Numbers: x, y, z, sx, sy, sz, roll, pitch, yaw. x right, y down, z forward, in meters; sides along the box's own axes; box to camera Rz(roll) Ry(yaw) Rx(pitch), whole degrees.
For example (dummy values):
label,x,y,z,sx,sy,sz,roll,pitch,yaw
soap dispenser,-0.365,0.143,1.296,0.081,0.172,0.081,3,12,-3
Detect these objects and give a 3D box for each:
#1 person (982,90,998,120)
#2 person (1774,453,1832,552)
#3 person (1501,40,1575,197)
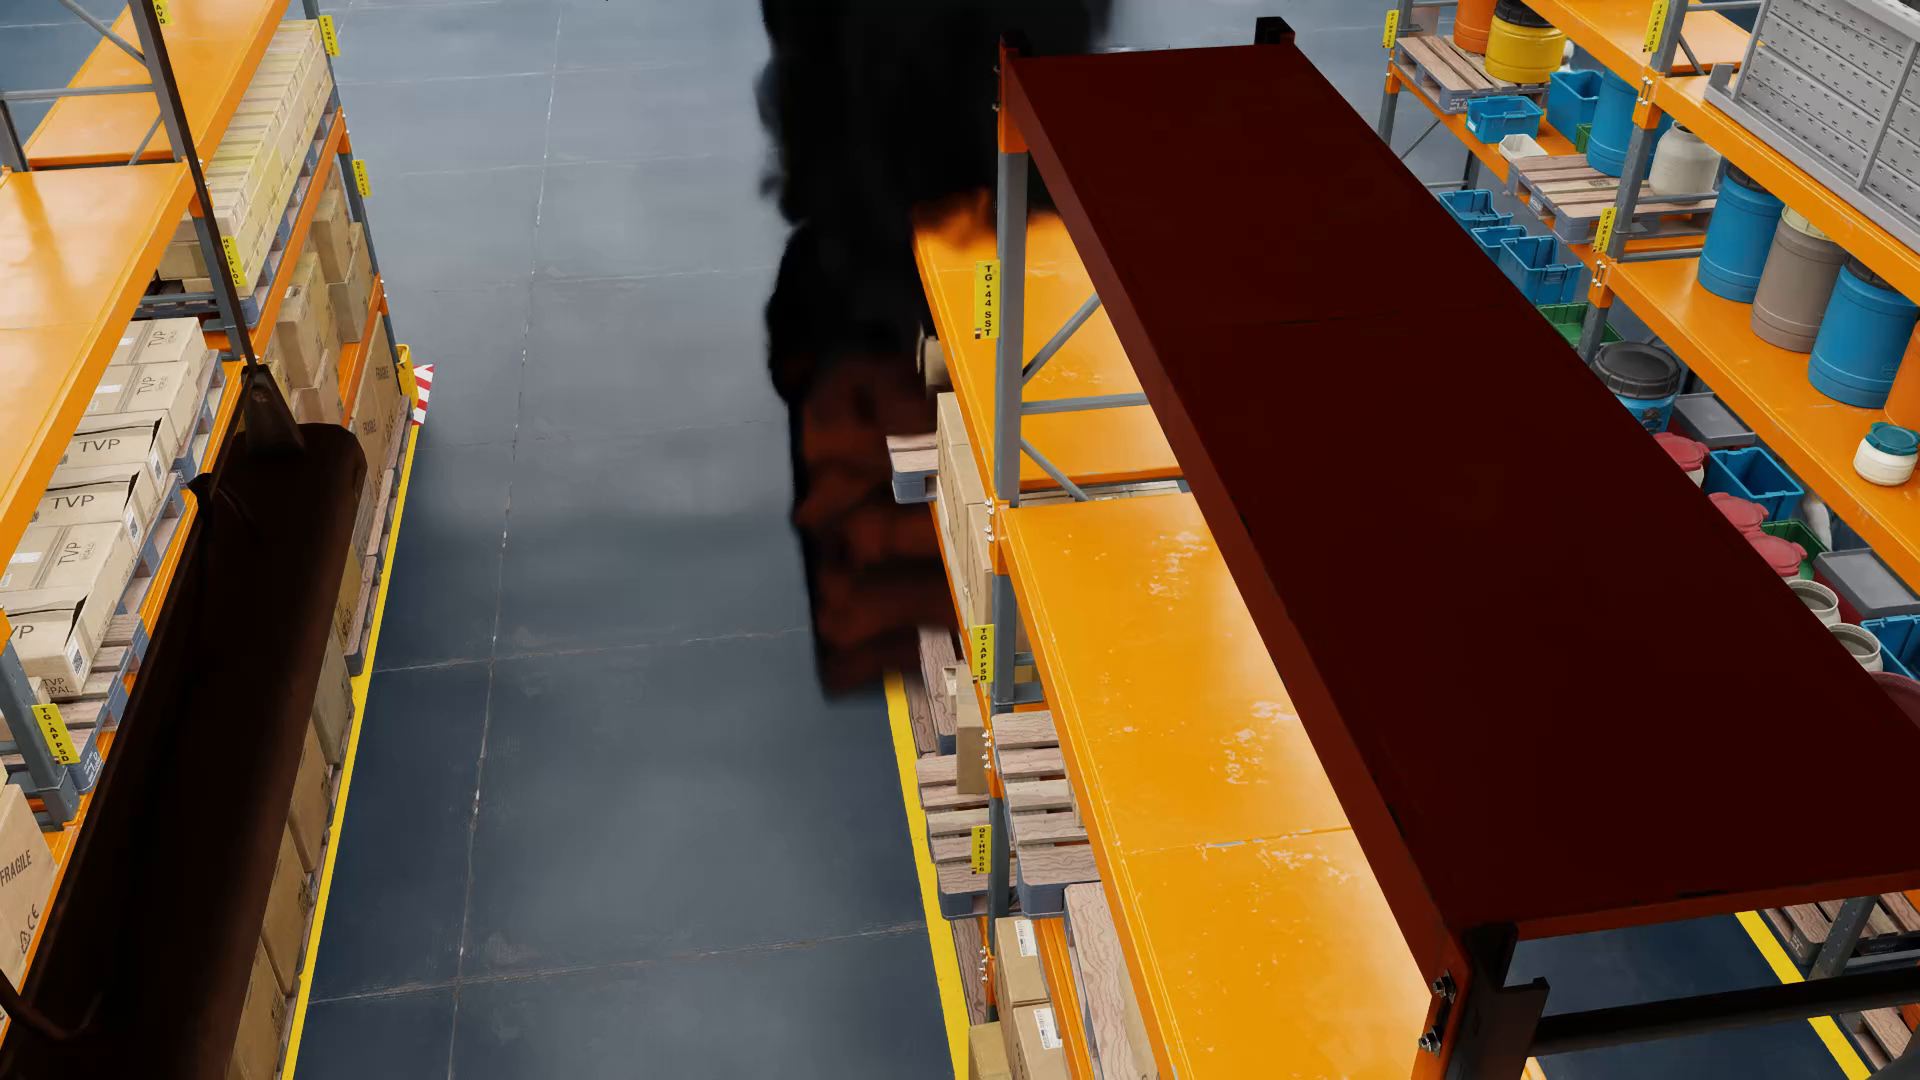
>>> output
label,x,y,z,sx,sy,sz,roll,pitch,yaw
person,0.480,-4.546,18.224,0.850,1.670,0.588,16,39,21
person,6.299,-0.578,12.290,0.648,1.814,0.867,-8,37,-10
person,6.433,-4.595,18.243,0.730,1.813,0.697,15,39,19
